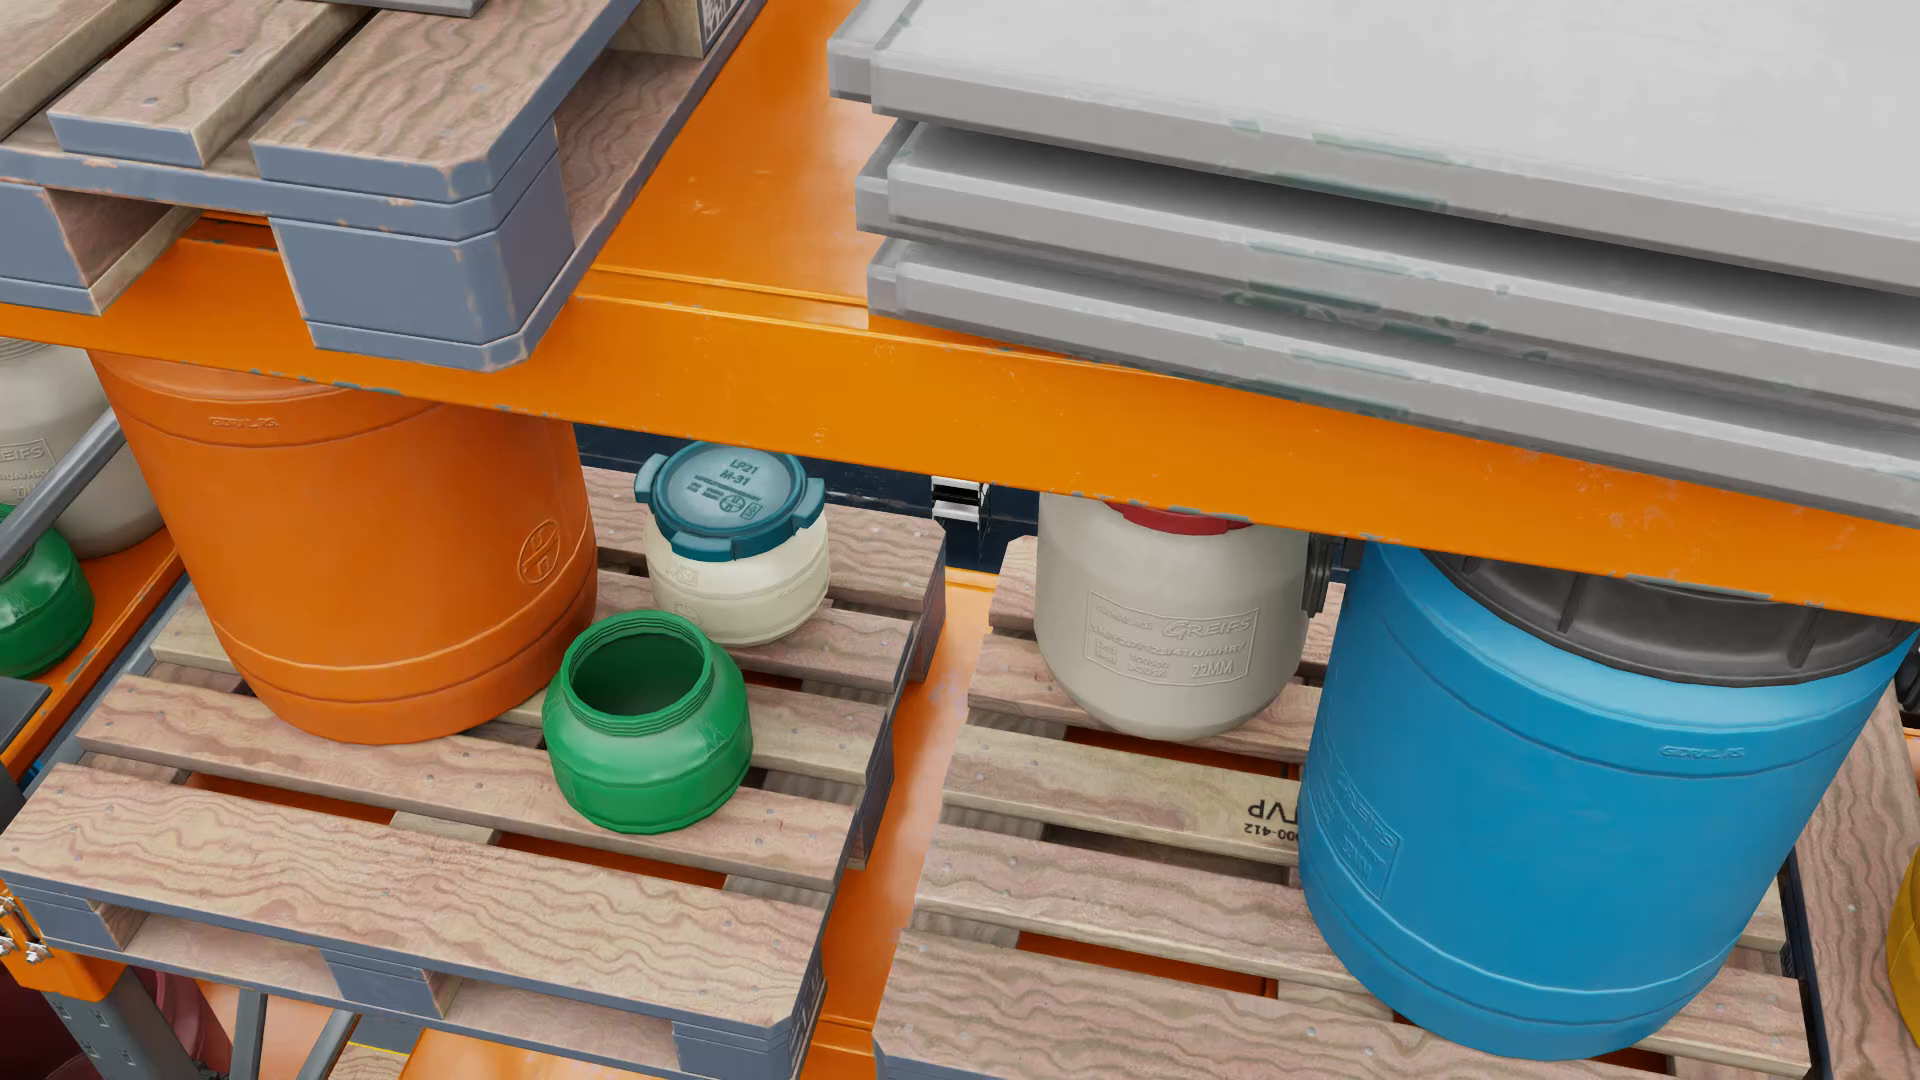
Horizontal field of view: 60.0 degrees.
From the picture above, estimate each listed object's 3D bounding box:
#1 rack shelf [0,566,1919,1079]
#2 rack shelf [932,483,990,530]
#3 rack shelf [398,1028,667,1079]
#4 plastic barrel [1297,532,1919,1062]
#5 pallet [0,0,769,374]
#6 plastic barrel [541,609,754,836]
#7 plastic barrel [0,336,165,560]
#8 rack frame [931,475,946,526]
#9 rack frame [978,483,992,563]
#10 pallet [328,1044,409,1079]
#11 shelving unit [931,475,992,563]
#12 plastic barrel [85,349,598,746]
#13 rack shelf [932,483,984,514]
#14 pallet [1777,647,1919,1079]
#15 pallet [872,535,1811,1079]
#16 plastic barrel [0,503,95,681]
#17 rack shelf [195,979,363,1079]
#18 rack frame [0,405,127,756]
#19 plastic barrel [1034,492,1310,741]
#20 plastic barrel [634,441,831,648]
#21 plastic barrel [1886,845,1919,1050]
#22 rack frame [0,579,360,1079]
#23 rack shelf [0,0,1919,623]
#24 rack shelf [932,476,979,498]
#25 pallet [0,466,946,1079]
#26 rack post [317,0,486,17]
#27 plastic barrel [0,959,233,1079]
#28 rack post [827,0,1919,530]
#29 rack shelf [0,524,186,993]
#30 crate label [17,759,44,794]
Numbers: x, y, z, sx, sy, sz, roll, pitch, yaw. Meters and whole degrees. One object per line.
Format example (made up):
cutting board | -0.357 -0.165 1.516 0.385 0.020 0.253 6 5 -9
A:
rack shelf | 0.514 0.604 2.776 4.000 0.370 1.077 9 45 9
rack shelf | 0.008 -0.169 7.045 0.200 0.077 0.258 9 45 9
rack shelf | 0.514 1.684 3.816 4.000 0.370 1.077 9 45 9
plastic barrel | 0.766 0.160 2.053 0.708 0.901 0.600 9 45 9
pallet | -0.741 -0.697 1.870 1.003 0.211 1.213 9 45 9
plastic barrel | -0.454 0.262 2.421 0.294 0.245 0.294 0 44 0
plastic barrel | -1.674 -0.253 3.066 0.421 0.512 0.421 0 44 0
rack frame | -0.091 -0.338 6.913 0.006 0.900 0.240 9 45 9
rack frame | 0.107 -0.308 6.881 0.006 0.900 0.240 9 45 9
pallet | -2.186 1.983 4.997 1.213 0.211 1.003 9 45 9
shelving unit | 0.008 -0.323 6.897 0.210 0.900 0.258 9 45 9
plastic barrel | -0.885 -0.177 2.455 0.708 0.830 0.600 9 45 9
rack shelf | 0.008 -0.234 6.982 0.200 0.077 0.258 9 45 9
pallet | 1.679 0.663 2.332 1.003 0.211 1.213 9 45 9
pallet | 0.572 0.493 2.508 1.213 0.211 1.003 9 45 9
plastic barrel | -1.690 0.095 2.898 0.294 0.245 0.294 0 44 0
rack shelf | -3.390 1.079 4.445 4.000 0.370 1.077 9 45 9
rack frame | -1.438 -1.039 1.801 0.127 3.000 1.000 9 45 9
plastic barrel | 0.325 0.008 2.475 0.433 0.535 0.433 0 44 0
plastic barrel | -0.360 0.003 2.678 0.301 0.262 0.301 0 44 0
plastic barrel | 1.530 0.427 2.002 0.600 0.588 0.600 0 44 0
rack frame | -1.438 1.122 3.881 0.127 3.000 1.000 9 45 9
rack shelf | 0.514 -0.333 1.874 4.000 0.370 1.077 9 45 9
rack shelf | 0.008 -0.299 6.920 0.200 0.077 0.258 9 45 9
pallet | -0.713 0.292 2.717 1.213 0.211 1.003 9 45 9
rack post | -0.722 -0.930 1.742 0.937 0.300 0.954 9 45 9
plastic barrel | -1.957 1.208 3.694 0.708 0.536 0.600 9 45 9
rack post | 0.462 -0.474 1.574 0.954 0.300 0.937 13 45 13
rack shelf | -3.390 -0.002 3.405 4.000 0.370 1.077 9 45 9
crate label | -2.349 0.776 4.215 0.616 0.435 0.502 9 45 9
